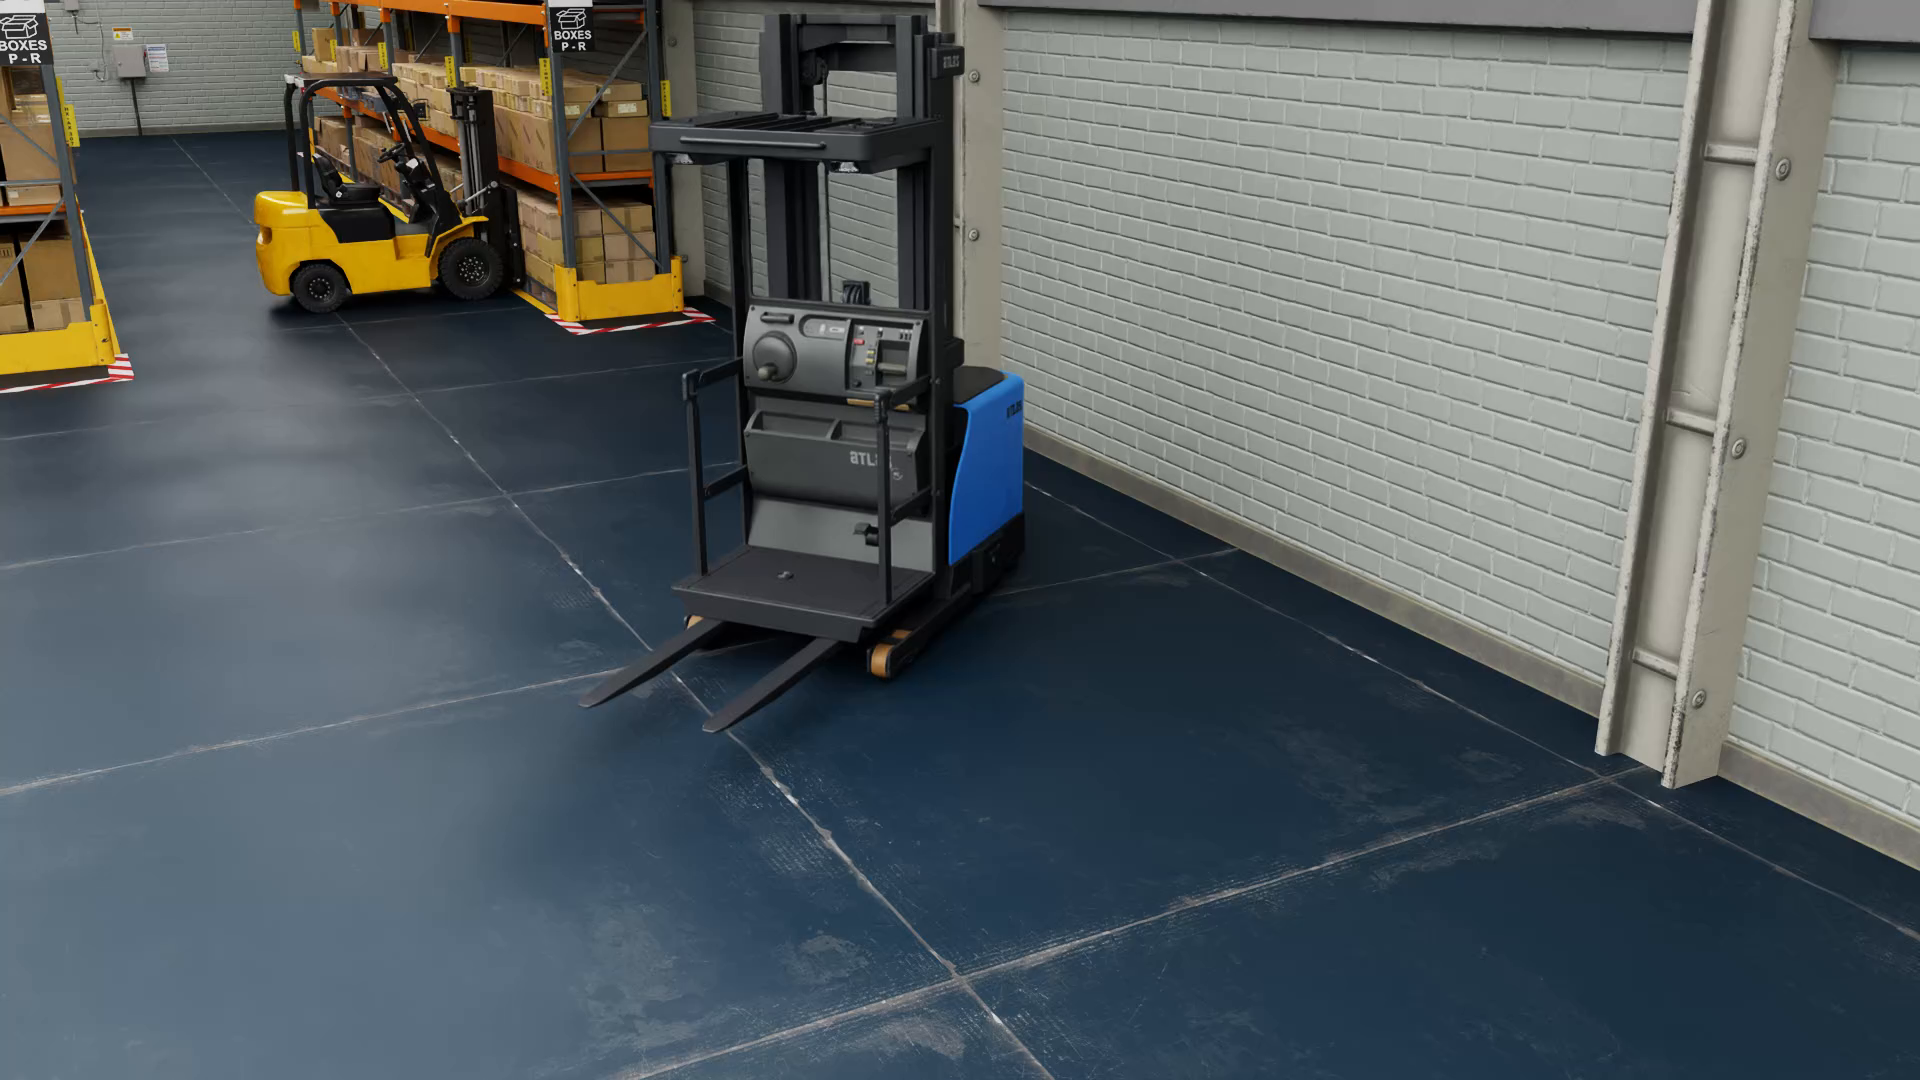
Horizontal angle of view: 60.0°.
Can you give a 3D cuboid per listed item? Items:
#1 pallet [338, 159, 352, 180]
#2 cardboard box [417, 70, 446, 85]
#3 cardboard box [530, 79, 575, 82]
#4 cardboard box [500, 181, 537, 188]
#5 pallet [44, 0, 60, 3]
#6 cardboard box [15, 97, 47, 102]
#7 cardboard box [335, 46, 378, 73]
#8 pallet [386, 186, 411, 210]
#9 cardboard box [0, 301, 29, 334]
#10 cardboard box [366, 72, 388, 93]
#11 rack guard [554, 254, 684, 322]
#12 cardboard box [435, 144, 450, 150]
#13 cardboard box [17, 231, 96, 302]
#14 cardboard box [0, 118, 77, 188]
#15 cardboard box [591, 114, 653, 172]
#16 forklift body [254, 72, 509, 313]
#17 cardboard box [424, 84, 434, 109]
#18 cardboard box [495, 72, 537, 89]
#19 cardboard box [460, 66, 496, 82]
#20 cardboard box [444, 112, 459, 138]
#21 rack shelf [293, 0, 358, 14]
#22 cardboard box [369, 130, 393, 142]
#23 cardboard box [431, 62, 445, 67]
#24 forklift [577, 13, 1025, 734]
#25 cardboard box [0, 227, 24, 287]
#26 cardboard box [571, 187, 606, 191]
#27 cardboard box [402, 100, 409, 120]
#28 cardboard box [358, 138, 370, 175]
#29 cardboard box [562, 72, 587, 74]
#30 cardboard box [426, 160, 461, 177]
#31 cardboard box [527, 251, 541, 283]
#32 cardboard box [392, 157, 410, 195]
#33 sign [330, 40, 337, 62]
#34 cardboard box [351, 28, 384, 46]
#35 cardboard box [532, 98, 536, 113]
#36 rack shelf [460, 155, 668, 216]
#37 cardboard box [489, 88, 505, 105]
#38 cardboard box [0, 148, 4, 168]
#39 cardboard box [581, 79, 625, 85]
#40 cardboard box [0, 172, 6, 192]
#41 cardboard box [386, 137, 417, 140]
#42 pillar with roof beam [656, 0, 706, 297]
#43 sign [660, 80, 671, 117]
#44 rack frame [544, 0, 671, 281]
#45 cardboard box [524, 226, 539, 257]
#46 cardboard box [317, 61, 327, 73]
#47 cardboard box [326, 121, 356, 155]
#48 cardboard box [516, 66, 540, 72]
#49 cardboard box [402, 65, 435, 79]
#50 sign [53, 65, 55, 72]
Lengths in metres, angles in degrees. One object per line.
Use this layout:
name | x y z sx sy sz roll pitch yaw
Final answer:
pallet | -9.272 -5.921 26.466 1.003 0.211 1.213 -10 21 -27
cardboard box | -6.332 -5.589 20.082 0.380 0.149 0.250 -11 22 -28
cardboard box | -3.949 -4.381 16.127 0.380 0.149 0.250 -10 21 -26
cardboard box | -4.714 -3.640 17.619 0.500 0.250 0.500 -9 21 -25
pallet | -9.714 -5.498 16.656 1.213 0.211 1.003 -10 21 -27
cardboard box | -8.834 -3.927 15.805 0.500 0.500 0.500 -9 21 -25
cardboard box | -8.914 -7.114 24.852 0.700 0.500 0.500 -9 21 -25
pallet | -7.368 -4.795 23.205 1.003 0.211 1.213 -10 21 -27
cardboard box | -8.247 -1.923 14.177 0.500 0.250 0.500 -10 21 -27
cardboard box | -7.833 -6.274 22.800 0.500 0.250 0.500 -11 22 -29
rack guard | -3.237 -2.408 15.844 1.175 0.500 0.348 -10 21 -27
cardboard box | -7.020 -5.415 22.919 0.380 0.149 0.250 -9 21 -24
cardboard box | -7.766 -2.361 14.298 0.500 0.500 0.500 -11 22 -28
cardboard box | -7.595 -3.194 13.679 0.500 0.500 0.500 -10 22 -27
cardboard box | -3.239 -3.829 15.977 0.500 0.500 0.500 -9 21 -25
forklift body | -5.754 -3.457 16.354 2.313 2.155 1.214 -10 21 -27
cardboard box | -6.094 -5.306 19.874 0.500 0.250 0.500 -10 21 -26
cardboard box | -4.576 -4.745 17.179 0.380 0.149 0.250 -10 21 -27
cardboard box | -5.257 -5.102 18.215 0.380 0.149 0.250 -10 21 -26
cardboard box | -5.617 -4.778 19.111 0.500 0.250 0.500 -9 21 -25
rack shelf | -9.896 -8.694 26.732 1.077 0.370 4.000 -10 21 -27
cardboard box | -8.451 -5.927 24.405 0.380 0.149 0.250 -10 21 -27
cardboard box | -6.714 -6.185 21.810 0.380 0.149 0.250 -9 21 -25
forklift | -0.692 -0.895 7.732 1.130 2.935 3.031 8 21 22
cardboard box | -8.475 -2.419 14.465 0.500 0.500 0.500 -9 21 -25
cardboard box | -4.015 -3.572 17.423 0.500 0.250 0.500 -10 22 -28
cardboard box | -6.817 -5.512 21.237 0.500 0.250 0.500 -10 22 -28
cardboard box | -8.653 -5.734 24.837 0.500 0.500 0.500 -10 22 -27
cardboard box | -4.058 -4.745 17.179 0.380 0.149 0.250 -9 21 -25
cardboard box | -6.126 -4.409 20.806 0.875 0.625 0.625 -11 22 -29
cardboard box | -3.977 -2.726 16.504 0.500 0.250 0.500 -10 21 -27
cardboard box | -7.437 -4.998 22.707 0.500 0.500 0.500 -9 21 -25
sign | -9.420 -7.365 25.049 0.100 0.325 0.005 -10 21 -27
cardboard box | -9.419 -7.935 26.652 0.500 0.500 0.500 -11 22 -28
cardboard box | -3.876 -4.160 15.940 0.380 0.149 0.250 -10 21 -26
rack shelf | -4.198 -3.831 17.238 1.077 0.370 4.000 -10 21 -27
cardboard box | -4.645 -4.595 17.201 0.380 0.149 0.250 -11 22 -28
cardboard box | -8.807 -3.565 14.755 0.500 0.500 0.500 -10 21 -26
cardboard box | -3.452 -4.375 16.107 0.380 0.149 0.250 -10 21 -26
cardboard box | -8.448 -3.079 14.342 0.380 0.149 0.250 -10 21 -26
cardboard box | -7.833 -5.558 23.335 0.380 0.149 0.250 -9 21 -25
pillar with roof beam | -6.574 -6.105 13.529 9.100 9.000 0.400 -10 21 -27
sign | -2.757 -4.128 15.547 0.100 0.325 0.005 -10 21 -27
rack frame | -3.248 -3.597 15.457 1.000 3.000 0.127 -10 21 -27
cardboard box | -3.983 -2.969 16.442 0.500 0.250 0.500 -10 22 -27
cardboard box | -10.123 -7.654 26.990 0.500 0.250 0.500 -11 22 -28
cardboard box | -10.104 -6.598 27.342 0.500 0.500 0.500 -10 21 -26
cardboard box | -4.647 -5.116 18.256 0.380 0.149 0.250 -11 22 -28
cardboard box | -6.882 -5.964 21.169 0.380 0.149 0.250 -9 21 -25
sign | -10.940 -5.720 19.956 0.100 0.325 0.005 -10 21 -27
